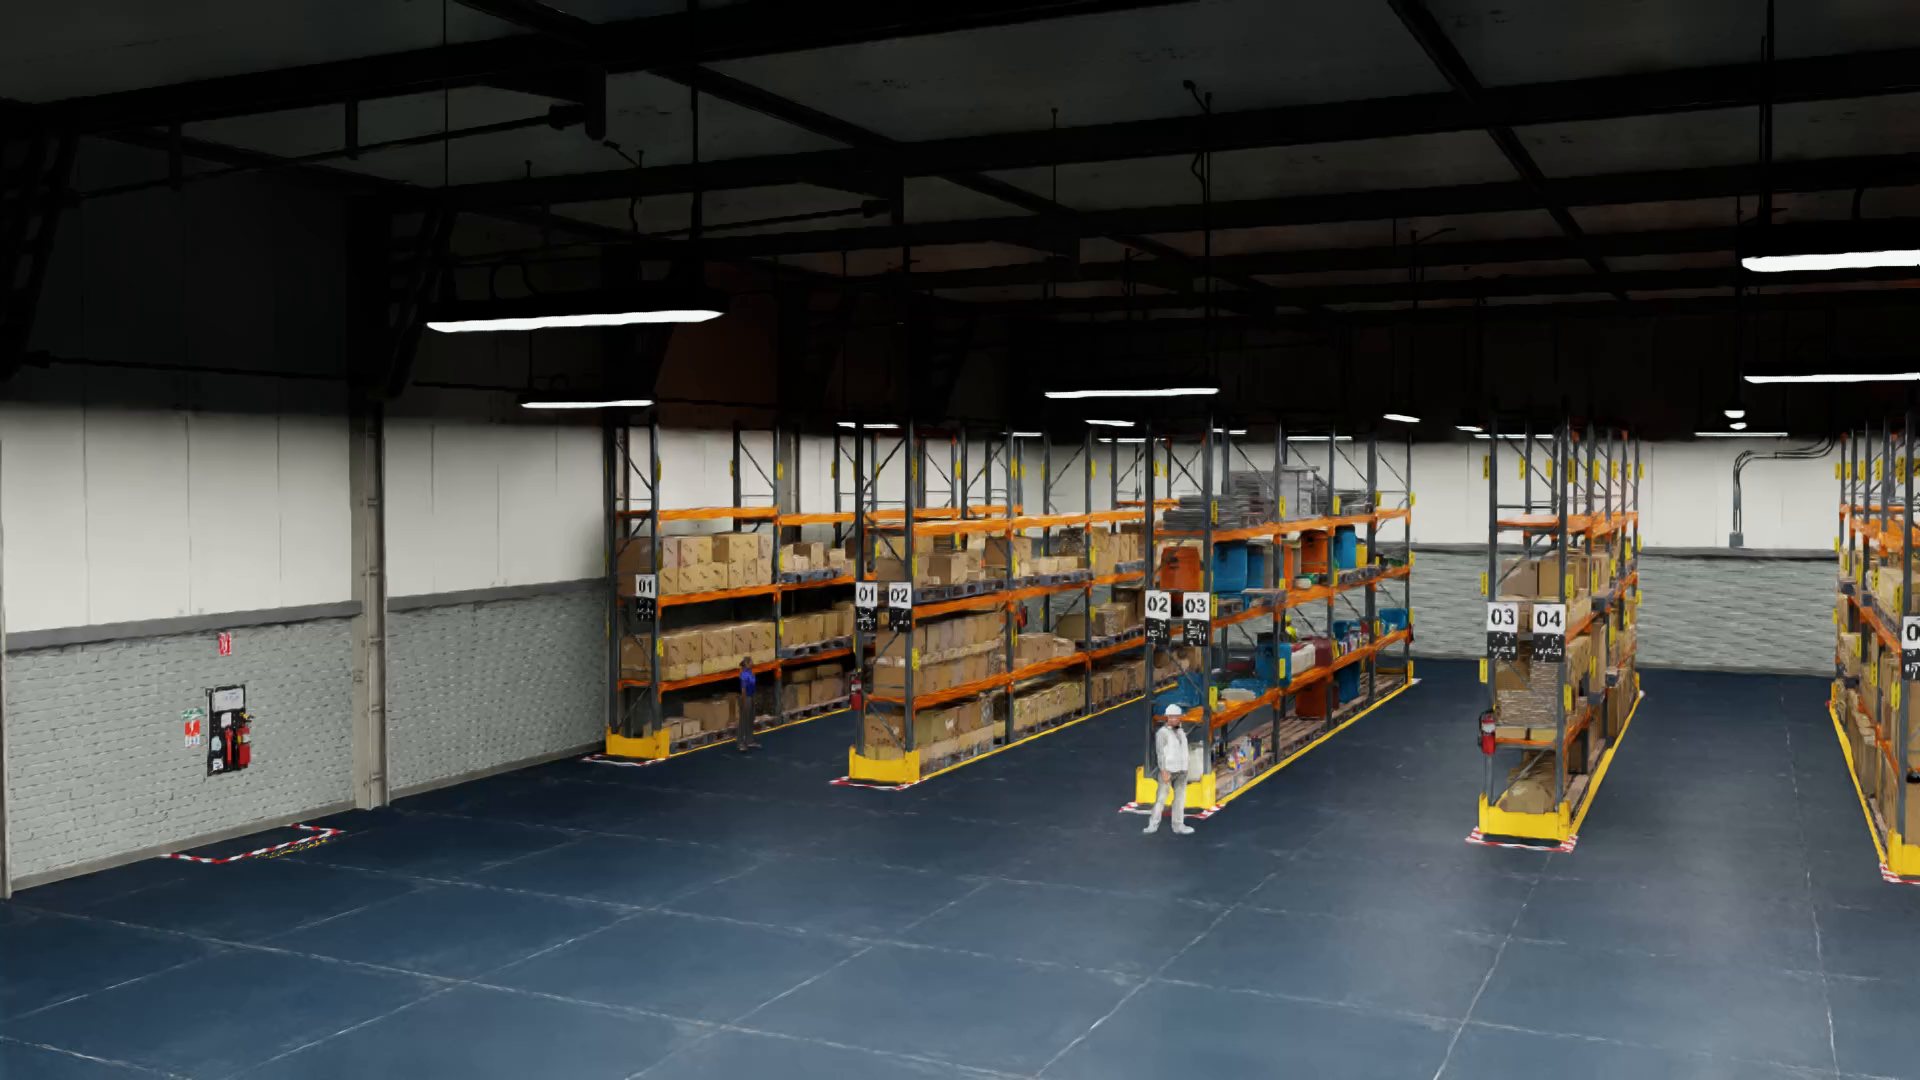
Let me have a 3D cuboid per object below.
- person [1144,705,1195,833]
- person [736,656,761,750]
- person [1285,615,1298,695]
[{"bbox_3d":[2.860,3.157,22.875,0.690,1.766,0.441,-2,3,-35],"label":"person"},{"bbox_3d":[-3.799,2.903,29.793,0.367,1.661,0.593,0,2,10],"label":"person"},{"bbox_3d":[7.288,2.546,37.073,0.583,1.763,0.694,2,3,38],"label":"person"}]
